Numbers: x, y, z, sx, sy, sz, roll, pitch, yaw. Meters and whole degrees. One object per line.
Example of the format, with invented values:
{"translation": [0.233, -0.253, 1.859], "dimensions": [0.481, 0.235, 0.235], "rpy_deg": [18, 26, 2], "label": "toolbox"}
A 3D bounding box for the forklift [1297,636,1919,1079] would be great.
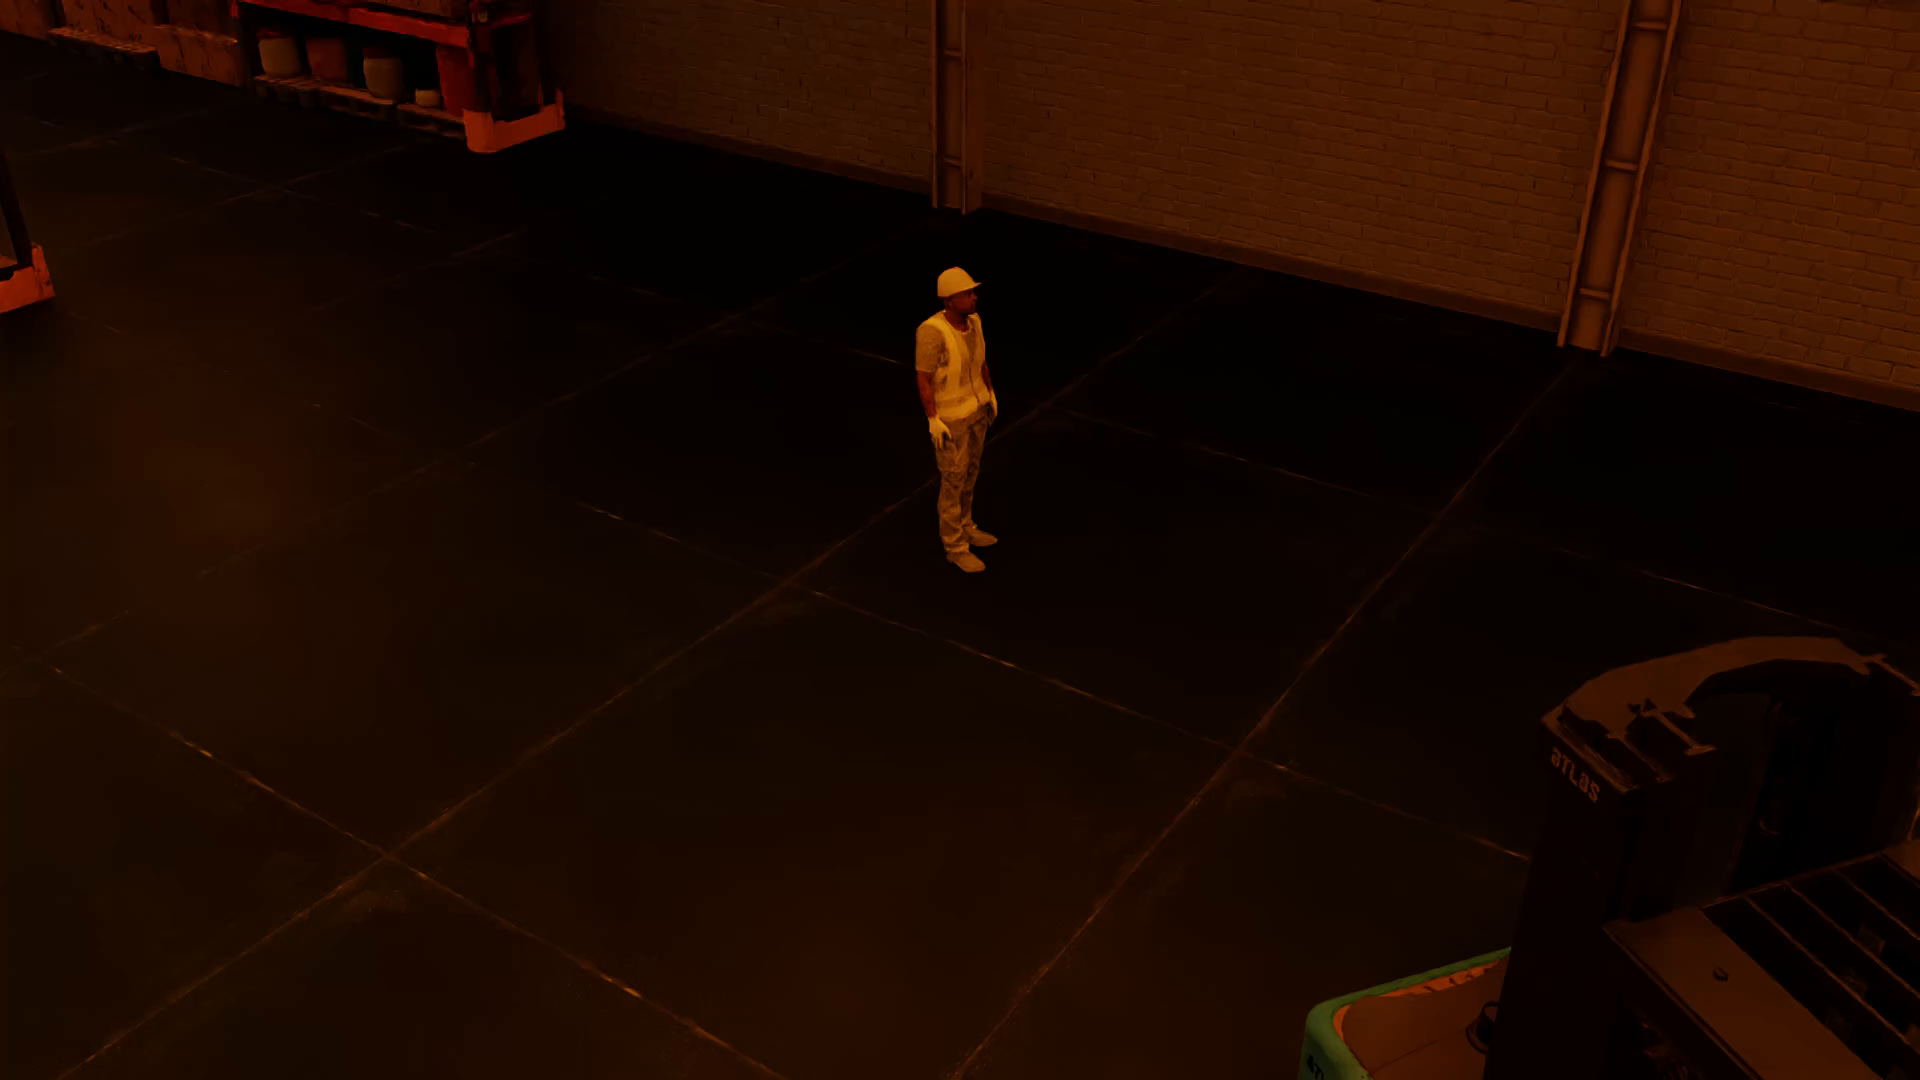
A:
{"translation": [2.138, 1.854, 4.389], "dimensions": [1.130, 2.935, 3.031], "rpy_deg": [-10, 32, -17], "label": "forklift"}

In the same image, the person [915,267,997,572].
{"translation": [0.055, -0.753, 10.008], "dimensions": [0.576, 1.782, 0.655], "rpy_deg": [19, 35, 29], "label": "person"}
